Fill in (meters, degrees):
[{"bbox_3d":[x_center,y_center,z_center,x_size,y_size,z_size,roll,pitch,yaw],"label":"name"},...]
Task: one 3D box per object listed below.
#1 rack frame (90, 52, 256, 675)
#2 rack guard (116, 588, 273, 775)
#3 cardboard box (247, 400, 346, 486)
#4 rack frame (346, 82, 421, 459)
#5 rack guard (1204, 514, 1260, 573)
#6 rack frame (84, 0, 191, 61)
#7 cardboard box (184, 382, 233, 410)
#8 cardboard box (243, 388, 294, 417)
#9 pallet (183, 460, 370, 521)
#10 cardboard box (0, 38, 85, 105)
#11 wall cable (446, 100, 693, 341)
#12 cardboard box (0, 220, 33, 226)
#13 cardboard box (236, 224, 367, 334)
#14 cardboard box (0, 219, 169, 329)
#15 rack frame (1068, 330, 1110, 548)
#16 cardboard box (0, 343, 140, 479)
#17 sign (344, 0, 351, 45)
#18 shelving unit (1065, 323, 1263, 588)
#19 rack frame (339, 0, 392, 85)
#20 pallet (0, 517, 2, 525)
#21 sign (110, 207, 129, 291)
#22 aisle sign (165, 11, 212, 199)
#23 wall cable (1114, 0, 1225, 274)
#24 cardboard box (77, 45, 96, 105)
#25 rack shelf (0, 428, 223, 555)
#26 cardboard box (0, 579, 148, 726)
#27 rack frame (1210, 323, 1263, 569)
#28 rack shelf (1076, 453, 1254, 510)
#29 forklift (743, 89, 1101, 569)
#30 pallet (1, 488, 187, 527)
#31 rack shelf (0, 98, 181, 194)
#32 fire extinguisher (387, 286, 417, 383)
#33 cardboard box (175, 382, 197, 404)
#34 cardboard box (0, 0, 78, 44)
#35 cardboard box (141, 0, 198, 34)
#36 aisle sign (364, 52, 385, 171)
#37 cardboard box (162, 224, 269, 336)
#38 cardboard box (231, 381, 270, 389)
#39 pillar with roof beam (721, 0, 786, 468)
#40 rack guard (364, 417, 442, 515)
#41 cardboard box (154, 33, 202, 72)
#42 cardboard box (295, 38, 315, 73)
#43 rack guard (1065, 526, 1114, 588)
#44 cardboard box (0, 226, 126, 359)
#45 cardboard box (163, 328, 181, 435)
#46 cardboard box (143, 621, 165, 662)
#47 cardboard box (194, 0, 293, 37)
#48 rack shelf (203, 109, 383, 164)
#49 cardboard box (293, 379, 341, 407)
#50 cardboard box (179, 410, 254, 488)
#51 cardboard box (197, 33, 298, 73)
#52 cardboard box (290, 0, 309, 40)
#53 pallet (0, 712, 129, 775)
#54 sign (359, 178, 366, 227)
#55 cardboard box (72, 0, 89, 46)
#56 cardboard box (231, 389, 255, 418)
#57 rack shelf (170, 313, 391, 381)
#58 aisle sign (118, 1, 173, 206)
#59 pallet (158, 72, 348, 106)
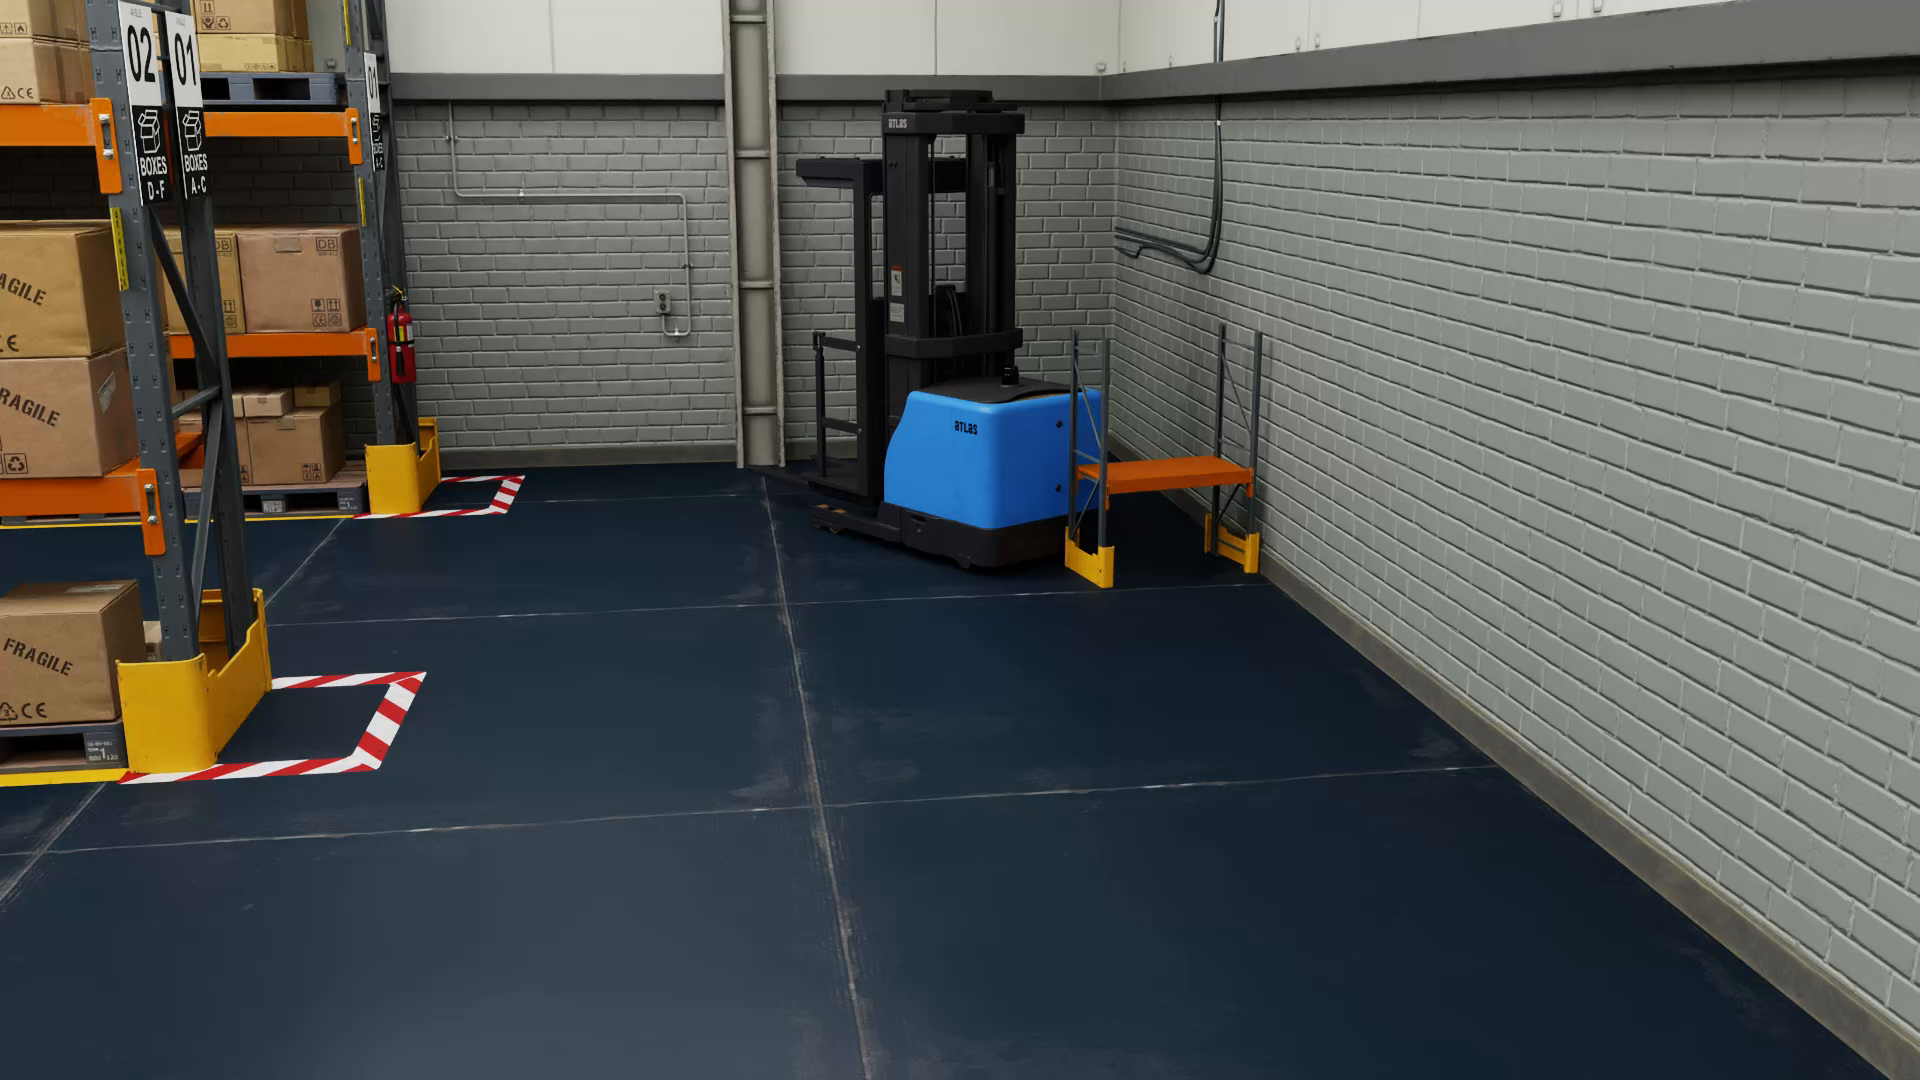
[{"bbox_3d":[-3.443,-0.589,7.406,0.127,3.000,1.000,-2,14,-8],"label":"rack frame"},{"bbox_3d":[-3.519,0.626,7.699,0.348,0.500,1.175,-2,14,-8],"label":"rack guard"},{"bbox_3d":[-4.862,-0.723,12.213,0.500,0.500,0.700,-2,14,-8],"label":"cardboard box"},{"bbox_3d":[-4.185,-1.781,12.157,0.127,3.000,1.000,-2,14,-8],"label":"rack frame"},{"bbox_3d":[1.736,0.018,10.636,0.087,0.250,0.587,-5,15,-19],"label":"rack guard"},{"bbox_3d":[-3.443,-3.499,6.676,0.127,3.000,1.000,-2,14,-8],"label":"rack frame"},{"bbox_3d":[-5.517,-1.062,12.234,0.250,0.149,0.380,-2,14,-8],"label":"cardboard box"},{"bbox_3d":[-4.962,-0.989,11.940,0.250,0.149,0.380,-2,14,-9],"label":"cardboard box"},{"bbox_3d":[-4.964,-0.381,12.305,1.213,0.211,1.003,-2,14,-8],"label":"pallet"},{"bbox_3d":[-3.912,-1.890,6.732,0.500,0.250,0.500,-2,14,-8],"label":"cardboard box"},{"bbox_3d":[-3.060,-2.548,13.125,1.851,1.984,0.084,-2,14,-8],"label":"wall cable"},{"bbox_3d":[-4.437,-1.150,7.378,0.500,0.500,0.500,-2,14,-8],"label":"cardboard box"},{"bbox_3d":[-4.688,-1.906,12.037,0.700,0.700,0.980,-1,14,-6],"label":"cardboard box"},{"bbox_3d":[-3.922,-1.170,7.461,0.500,0.500,0.500,-2,14,-7],"label":"cardboard box"},{"bbox_3d":[0.781,-0.504,10.149,0.032,1.500,0.500,-5,15,-19],"label":"rack frame"},{"bbox_3d":[-3.846,-0.556,7.068,0.500,0.500,0.500,-2,14,-7],"label":"cardboard box"},{"bbox_3d":[-4.118,-3.496,11.171,0.005,0.325,0.100,-2,14,-8],"label":"sign"},{"bbox_3d":[1.267,-0.547,10.319,1.083,1.500,0.587,-5,15,-19],"label":"shelving unit"},{"bbox_3d":[-4.185,-4.691,11.427,0.127,3.000,1.000,-2,14,-8],"label":"rack frame"},{"bbox_3d":[-7.377,-0.292,11.953,1.213,0.211,1.003,-2,14,-8],"label":"pallet"},{"bbox_3d":[-3.381,-1.170,6.691,0.005,0.325,0.100,-2,14,-8],"label":"sign"},{"bbox_3d":[-3.420,-1.924,7.381,0.004,0.787,0.394,-2,14,-8],"label":"aisle sign"},{"bbox_3d":[1.461,-3.304,12.279,0.112,2.526,3.097,-2,14,-8],"label":"wall cable"},{"bbox_3d":[-3.989,-2.014,7.229,0.500,0.250,0.500,-2,14,-8],"label":"cardboard box"},{"bbox_3d":[-5.421,-0.168,7.205,4.000,0.370,1.077,-2,14,-8],"label":"rack shelf"},{"bbox_3d":[-3.944,0.489,7.342,0.500,0.500,0.500,-2,14,-8],"label":"cardboard box"},{"bbox_3d":[1.737,-0.588,10.484,0.032,1.500,0.500,-5,15,-19],"label":"rack frame"},{"bbox_3d":[1.259,-0.372,10.360,1.000,0.185,0.538,-5,15,-19],"label":"rack shelf"},{"bbox_3d":[-0.403,-1.537,11.325,1.130,2.935,3.031,-12,18,-39],"label":"forklift"},{"bbox_3d":[-6.168,-0.337,12.132,1.213,0.211,1.003,-2,14,-8],"label":"pallet"},{"bbox_3d":[-5.421,-1.623,6.840,4.000,0.370,1.077,-2,14,-8],"label":"rack shelf"},{"bbox_3d":[-3.967,-1.457,11.791,0.183,0.674,0.296,-2,14,-8],"label":"fire extinguisher"},{"bbox_3d":[-5.768,-1.053,12.196,0.250,0.149,0.380,-2,14,-8],"label":"cardboard box"},{"bbox_3d":[-3.914,-2.134,6.680,0.500,0.250,0.500,-2,14,-8],"label":"cardboard box"},{"bbox_3d":[-5.365,-3.671,11.226,0.500,0.500,0.500,-2,14,-7],"label":"cardboard box"},{"bbox_3d":[-4.069,-2.972,11.563,0.004,0.787,0.394,-2,14,-8],"label":"aisle sign"},{"bbox_3d":[-5.406,-1.876,11.921,0.700,0.700,0.980,-2,14,-9],"label":"cardboard box"},{"bbox_3d":[-5.269,-1.071,12.270,0.250,0.149,0.380,-2,14,-8],"label":"cardboard box"},{"bbox_3d":[-1.003,-3.961,8.518,0.400,9.000,9.100,-2,14,-8],"label":"pillar with roof beam"},{"bbox_3d":[-4.161,-0.569,12.464,0.348,0.500,1.175,-2,14,-8],"label":"rack guard"},{"bbox_3d":[-5.384,-3.306,11.310,0.500,0.250,0.500,-3,14,-10],"label":"cardboard box"},{"bbox_3d":[-4.944,-3.448,11.877,0.500,0.250,0.500,-1,14,-5],"label":"cardboard box"},{"bbox_3d":[0.799,0.101,10.307,0.087,0.250,0.587,-5,15,-19],"label":"rack guard"},{"bbox_3d":[-3.843,-1.041,6.944,0.500,0.500,0.500,-2,14,-9],"label":"cardboard box"},{"bbox_3d":[-3.922,-0.685,7.583,0.500,0.500,0.500,-2,14,-7],"label":"cardboard box"},{"bbox_3d":[-3.909,0.512,7.968,0.250,0.149,0.380,-2,14,-8],"label":"cardboard box"},{"bbox_3d":[-4.868,-3.687,11.288,0.500,0.500,0.500,-2,14,-8],"label":"cardboard box"},{"bbox_3d":[-6.163,-2.814,11.590,4.000,0.370,1.077,-2,14,-8],"label":"rack shelf"},{"bbox_3d":[-4.769,-1.090,12.344,0.250,0.149,0.380,-2,14,-8],"label":"cardboard box"},{"bbox_3d":[-5.357,-0.705,12.140,0.500,0.500,0.700,-2,14,-8],"label":"cardboard box"},{"bbox_3d":[-4.870,-3.325,11.386,0.500,0.250,0.500,-2,14,-7],"label":"cardboard box"},{"bbox_3d":[-4.943,-3.811,11.782,0.500,0.500,0.500,-3,14,-10],"label":"cardboard box"},{"bbox_3d":[-4.307,0.795,7.618,1.213,0.211,1.003,-2,14,-8],"label":"pallet"},{"bbox_3d":[-4.118,-2.326,11.465,0.005,0.325,0.100,-2,14,-8],"label":"sign"},{"bbox_3d":[-3.990,-2.258,7.174,0.500,0.250,0.500,-2,14,-8],"label":"cardboard box"},{"bbox_3d":[-5.215,-0.979,11.903,0.250,0.149,0.380,-2,14,-7],"label":"cardboard box"},{"bbox_3d":[-6.163,-1.359,11.955,4.000,0.370,1.077,-2,14,-8],"label":"rack shelf"},{"bbox_3d":[-3.330,-1.779,6.806,0.004,0.787,0.394,-2,14,-8],"label":"aisle sign"},{"bbox_3d":[-4.917,-3.163,11.685,1.213,0.211,1.003,-2,14,-8],"label":"pallet"}]
